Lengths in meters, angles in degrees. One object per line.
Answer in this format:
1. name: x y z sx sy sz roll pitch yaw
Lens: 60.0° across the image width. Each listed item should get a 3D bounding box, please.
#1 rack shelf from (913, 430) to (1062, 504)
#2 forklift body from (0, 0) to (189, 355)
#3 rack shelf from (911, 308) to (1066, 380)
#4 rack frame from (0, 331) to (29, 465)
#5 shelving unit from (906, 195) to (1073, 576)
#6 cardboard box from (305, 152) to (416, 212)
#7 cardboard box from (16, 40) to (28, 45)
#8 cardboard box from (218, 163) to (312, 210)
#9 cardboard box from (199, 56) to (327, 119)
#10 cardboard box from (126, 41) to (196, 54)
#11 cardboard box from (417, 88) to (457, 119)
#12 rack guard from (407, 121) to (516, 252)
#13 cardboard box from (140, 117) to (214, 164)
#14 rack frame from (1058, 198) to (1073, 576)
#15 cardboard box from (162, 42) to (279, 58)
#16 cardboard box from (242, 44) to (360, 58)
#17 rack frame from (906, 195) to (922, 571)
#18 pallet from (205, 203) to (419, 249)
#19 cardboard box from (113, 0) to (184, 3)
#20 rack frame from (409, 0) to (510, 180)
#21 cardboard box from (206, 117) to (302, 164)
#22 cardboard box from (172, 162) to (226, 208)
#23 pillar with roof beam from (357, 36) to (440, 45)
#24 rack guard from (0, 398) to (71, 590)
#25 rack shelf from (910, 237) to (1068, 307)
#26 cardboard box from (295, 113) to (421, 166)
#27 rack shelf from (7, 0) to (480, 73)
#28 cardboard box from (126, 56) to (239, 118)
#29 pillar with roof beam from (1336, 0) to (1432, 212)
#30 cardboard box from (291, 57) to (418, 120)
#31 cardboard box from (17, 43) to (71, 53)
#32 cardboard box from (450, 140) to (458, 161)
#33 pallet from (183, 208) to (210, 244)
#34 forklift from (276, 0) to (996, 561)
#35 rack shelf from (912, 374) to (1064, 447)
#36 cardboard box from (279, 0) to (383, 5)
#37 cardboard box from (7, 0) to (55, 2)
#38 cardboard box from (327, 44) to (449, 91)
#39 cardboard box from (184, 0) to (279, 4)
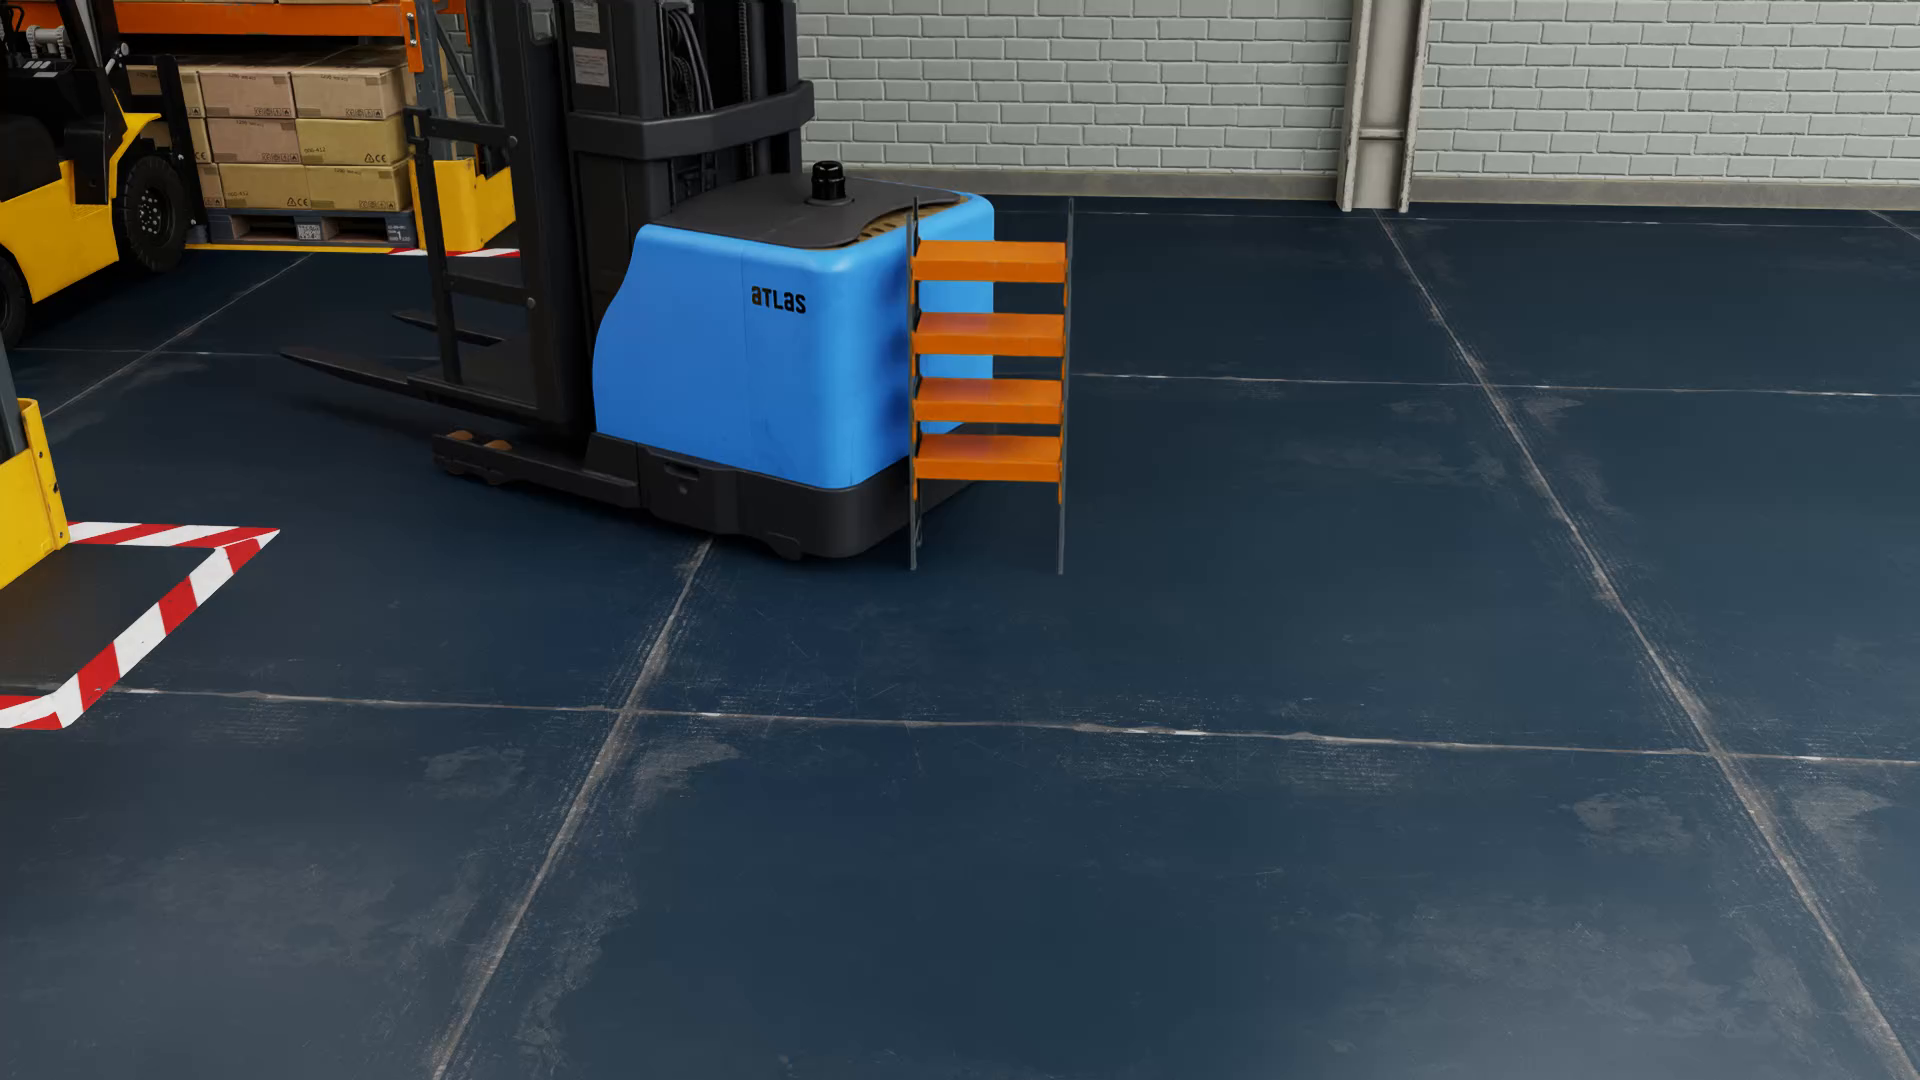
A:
1. rack shelf: 0.096 -0.243 5.478 0.480 0.148 0.258 2 25 4
2. forklift body: -4.863 -2.124 7.794 1.214 2.155 2.313 2 25 4
3. rack shelf: 0.096 -0.626 5.302 0.480 0.148 0.258 2 25 4
4. rack frame: -3.209 -1.141 4.640 0.127 3.000 1.000 2 25 4
5. shelving unit: 0.096 -0.484 5.367 0.503 1.200 0.258 2 25 4
6. cardboard box: -3.326 -2.035 9.370 0.500 0.250 0.500 2 25 4
7. cardboard box: -5.809 -2.788 9.812 0.500 0.250 0.500 1 25 3
8. cardboard box: -3.821 -2.054 9.413 0.500 0.250 0.500 2 25 4
9. cardboard box: -3.826 -2.504 9.194 0.500 0.250 0.500 2 25 5
10. cardboard box: -4.804 -2.754 9.737 0.500 0.250 0.500 1 25 3
11. cardboard box: -3.286 -2.480 9.740 0.500 0.250 0.500 2 25 5
12. rack guard: -2.809 -2.073 9.658 0.348 0.500 1.175 2 25 4
13. cardboard box: -4.358 -2.292 9.331 0.500 0.250 0.500 1 25 3
14. rack frame: 0.340 -0.477 5.352 0.015 1.200 0.240 2 25 4
15. cardboard box: -4.294 -2.735 9.696 0.500 0.250 0.500 2 25 4
16. cardboard box: -3.796 -2.714 9.651 0.500 0.250 0.500 2 25 4
17. rack frame: -0.147 -0.491 5.382 0.015 1.200 0.240 2 25 4
18. pallet: -3.599 -1.950 9.735 1.213 0.211 1.003 2 25 4
19. cardboard box: -4.371 -3.198 8.992 0.500 0.500 0.500 1 25 3
20. rack frame: -2.833 -3.210 9.137 0.127 3.000 1.000 2 25 4
21. cardboard box: -3.842 -2.284 9.315 0.500 0.250 0.500 2 25 3
22. cardboard box: -4.319 -2.074 9.456 0.500 0.250 0.500 2 25 5
23. pillar with roof beam: -3.788 -4.539 4.848 0.400 9.000 9.100 2 25 4
24. rack guard: -3.285 -0.008 5.168 0.348 0.500 1.175 2 25 4
25. rack shelf: 0.096 -0.841 5.203 0.480 0.148 0.258 2 25 4
26. cardboard box: -3.342 -2.264 9.270 0.500 0.250 0.500 2 25 3
27. rack shelf: -4.827 -2.947 9.426 4.000 0.370 1.077 2 25 4
28. cardboard box: -4.329 -2.516 9.220 0.500 0.250 0.500 2 25 5
29. pillar with roof beam: 2.195 -4.347 4.431 0.400 9.000 9.100 2 25 4
30. cardboard box: -3.316 -2.490 9.164 0.500 0.250 0.500 3 25 6
31. cardboard box: -5.306 -2.767 9.765 0.500 0.250 0.500 2 25 4
32. cardboard box: -3.308 -2.248 9.835 0.500 0.250 0.500 2 25 4
33. pallet: -4.812 -1.990 9.822 1.213 0.211 1.003 2 25 4
34. forklift: -1.391 -1.707 5.953 3.031 2.935 1.130 14 28 28
35. rack shelf: 0.096 -0.423 5.395 0.480 0.148 0.258 2 25 4
36. cardboard box: -3.344 -3.161 8.912 0.500 0.500 0.500 1 25 3
37. cardboard box: -4.873 -3.210 9.017 0.500 0.500 0.500 2 25 4
38. cardboard box: -3.298 -2.700 9.620 0.500 0.250 0.500 1 25 3
39. cardboard box: -3.860 -3.182 8.957 0.500 0.500 0.500 3 25 6
